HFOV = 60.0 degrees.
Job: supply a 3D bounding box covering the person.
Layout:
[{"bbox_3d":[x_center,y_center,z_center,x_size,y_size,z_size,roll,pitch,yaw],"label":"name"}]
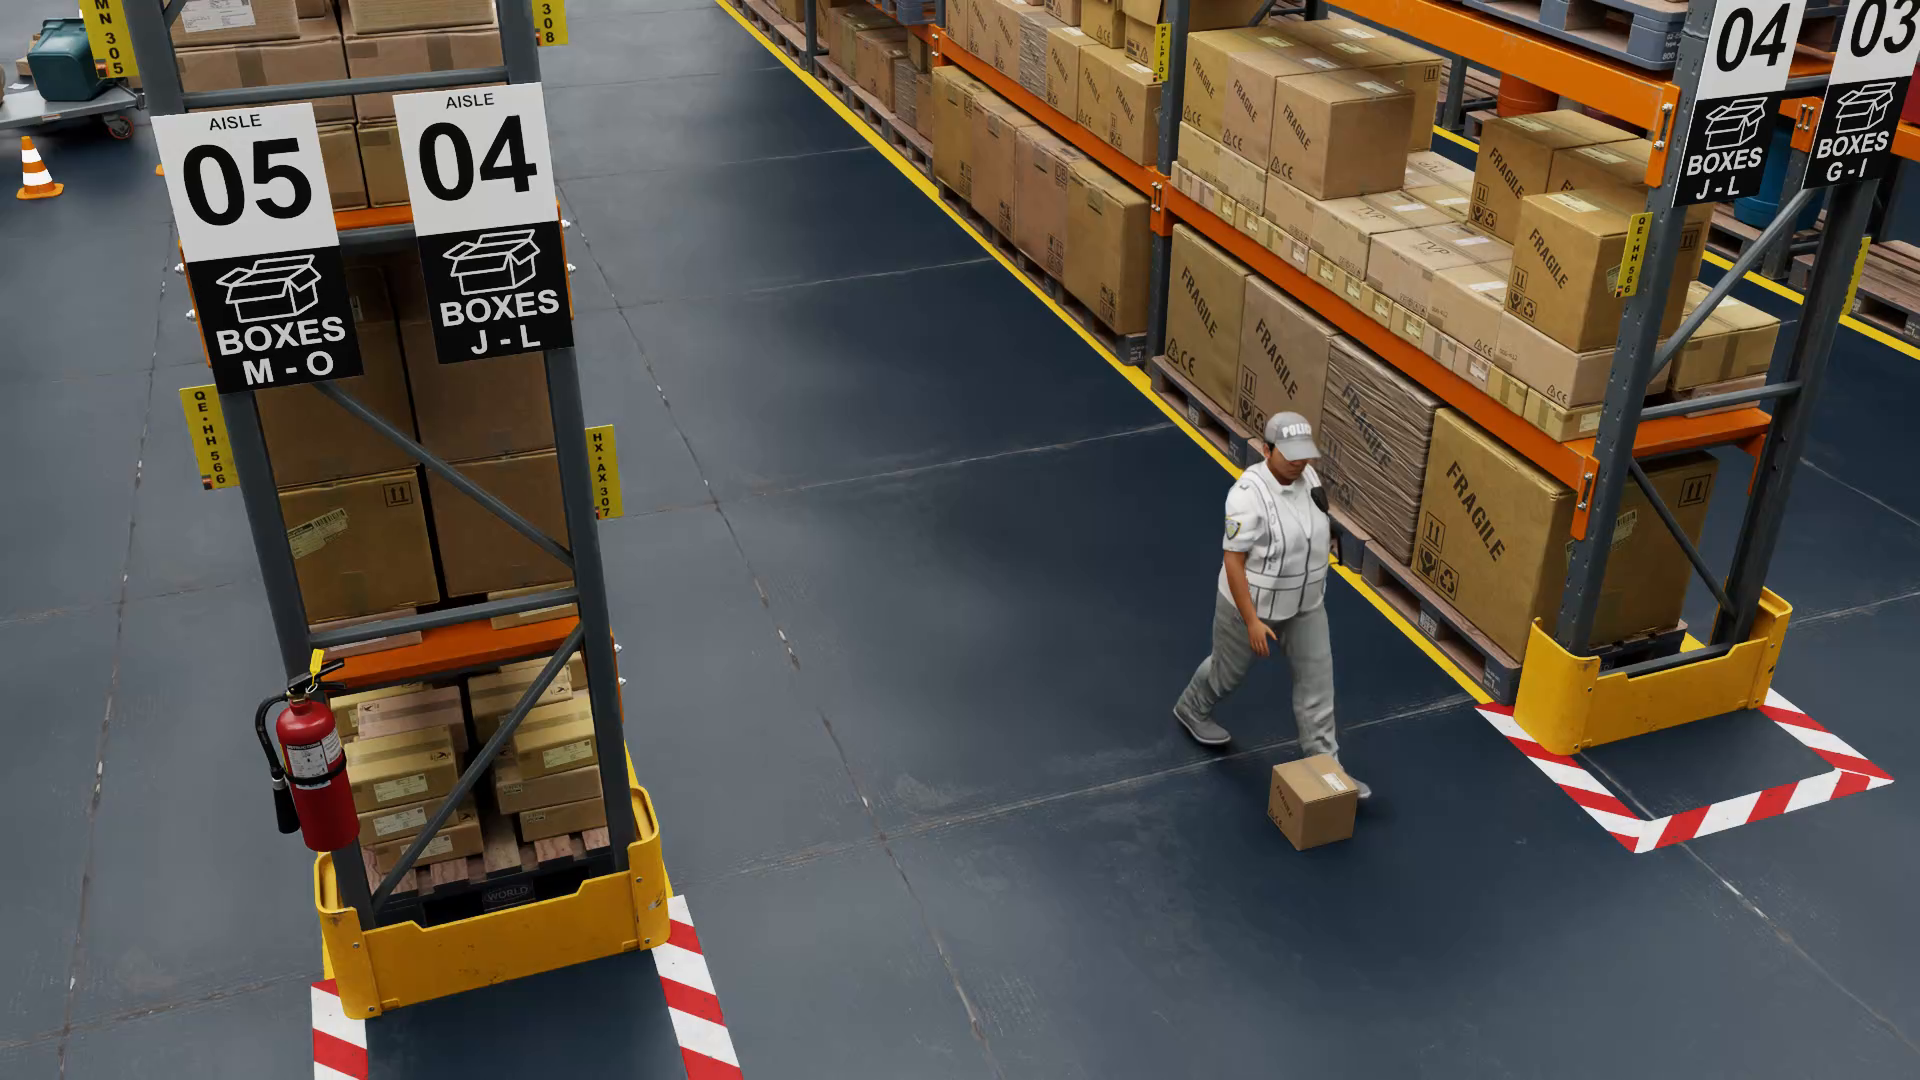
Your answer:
[{"bbox_3d":[1.296,0.265,6.687,0.499,1.615,0.940,-16,34,-26],"label":"person"}]
